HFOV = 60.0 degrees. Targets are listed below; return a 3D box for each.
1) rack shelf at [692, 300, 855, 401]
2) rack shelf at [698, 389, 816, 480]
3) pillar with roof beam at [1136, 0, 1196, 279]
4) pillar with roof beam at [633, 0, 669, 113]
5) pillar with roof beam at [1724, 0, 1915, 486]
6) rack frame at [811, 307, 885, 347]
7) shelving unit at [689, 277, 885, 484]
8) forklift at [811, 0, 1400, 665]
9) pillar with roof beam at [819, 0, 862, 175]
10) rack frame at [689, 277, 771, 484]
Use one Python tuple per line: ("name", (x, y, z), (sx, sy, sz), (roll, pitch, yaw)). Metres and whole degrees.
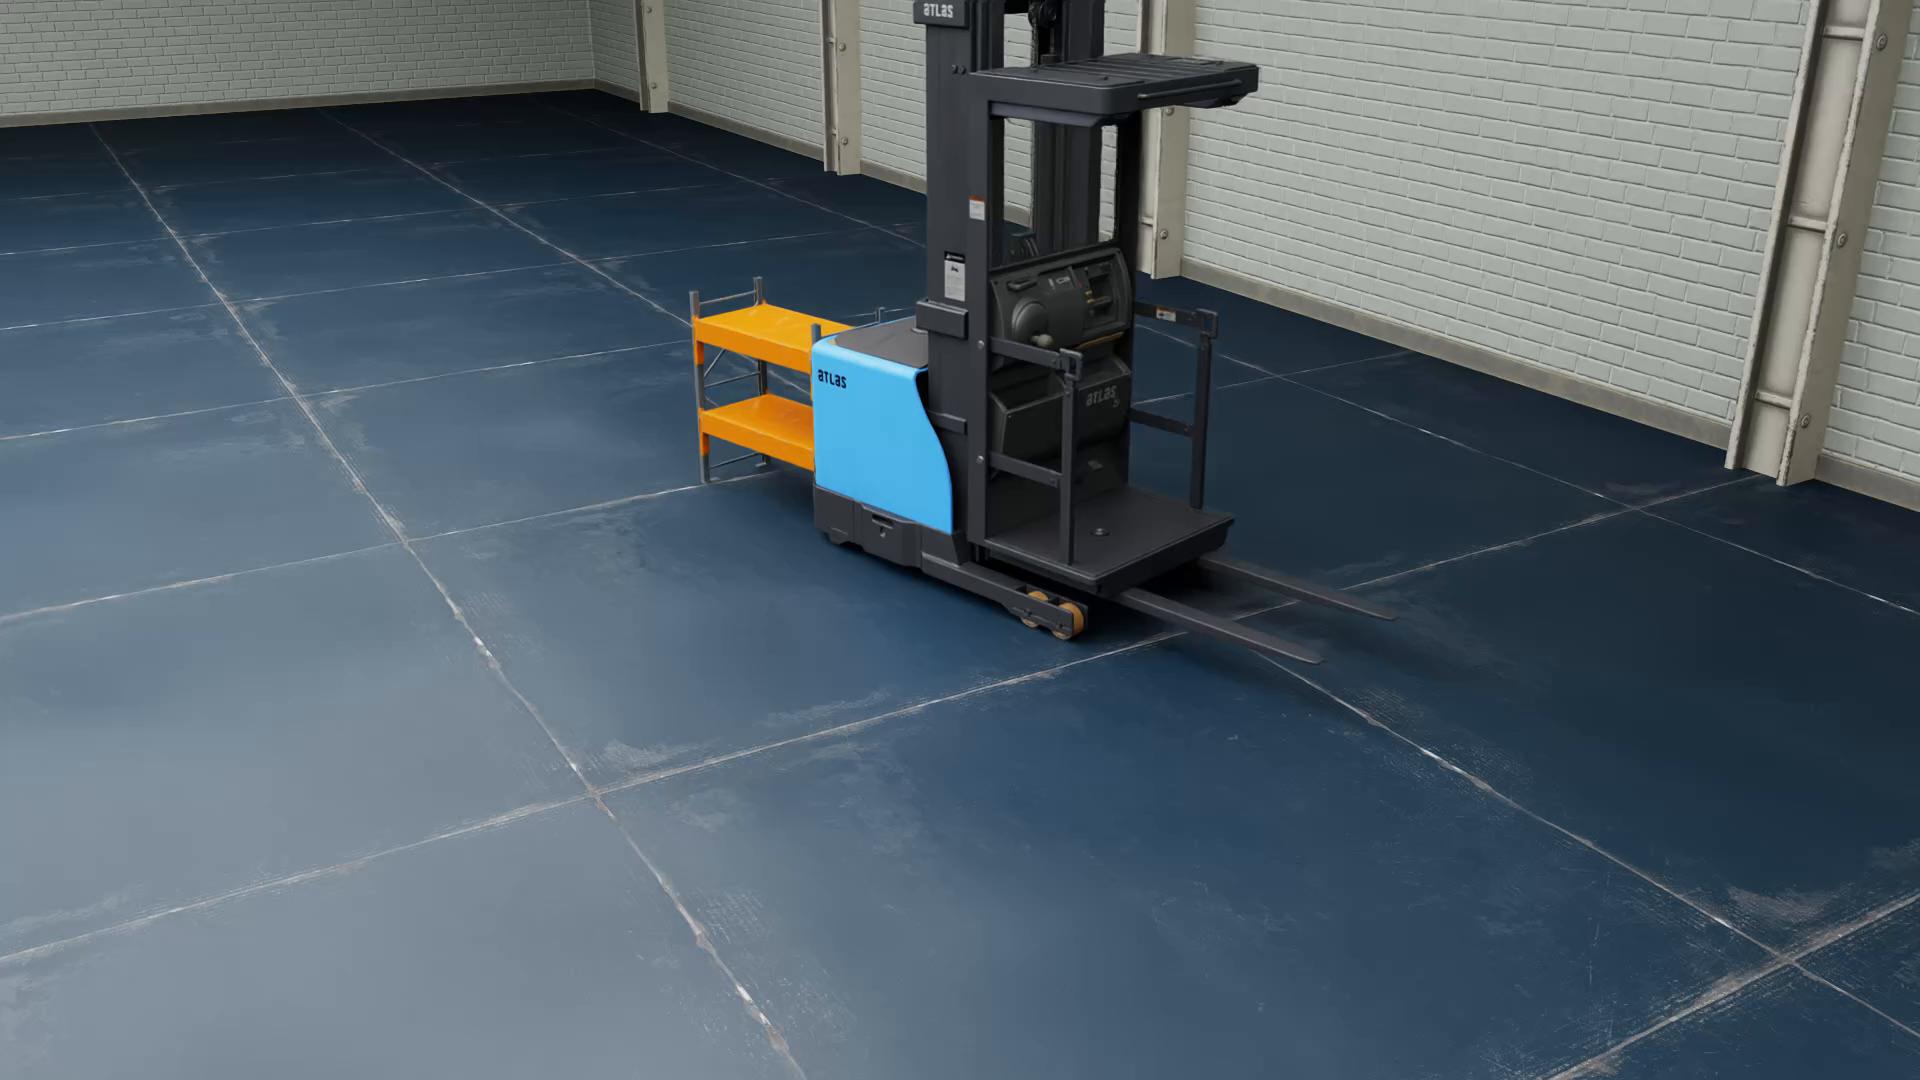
("rack shelf", (-0.949, -1.056, 9.138), (1.000, 0.278, 0.538), (20, 29, 40))
("rack shelf", (-0.949, -0.558, 9.341), (1.000, 0.278, 0.538), (20, 29, 40))
("pillar with roof beam", (-1.993, -5.684, 10.845), (9.100, 9.000, 0.400), (-13, 25, -28))
("pillar with roof beam", (-8.123, -9.569, 20.402), (9.100, 9.000, 0.400), (-13, 25, -28))
("pillar with roof beam", (1.072, -3.742, 6.067), (9.100, 9.000, 0.400), (-13, 25, -28))
("rack frame", (-0.583, -0.652, 8.922), (0.032, 1.125, 0.500), (20, 29, 40))
("shelving unit", (-0.949, -0.785, 9.249), (1.048, 1.125, 0.538), (20, 29, 40))
("forklift", (0.636, -1.120, 7.673), (3.031, 2.935, 1.130), (20, 29, 40))
("pillar with roof beam", (-5.058, -7.626, 15.624), (9.100, 9.000, 0.400), (-13, 25, -28))
("rack frame", (-1.315, -0.918, 9.575), (0.032, 1.125, 0.500), (20, 29, 40))
